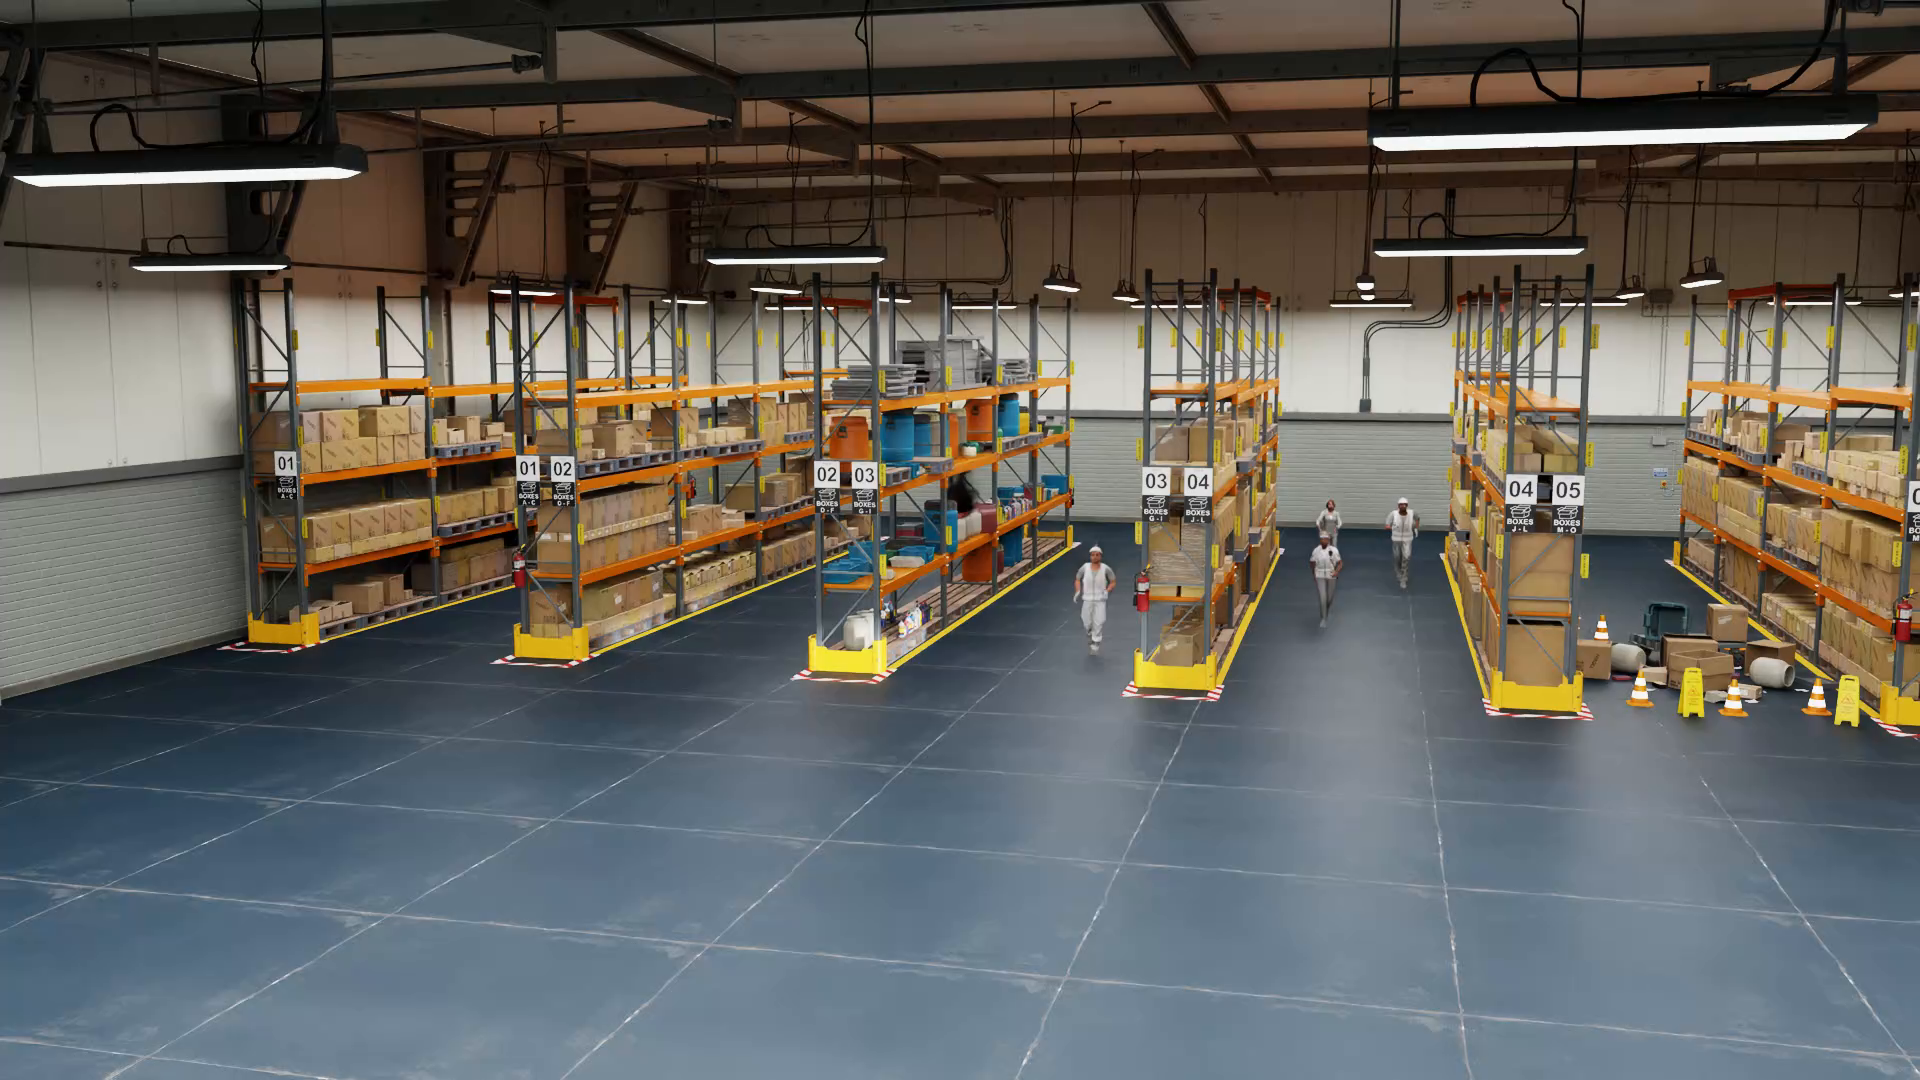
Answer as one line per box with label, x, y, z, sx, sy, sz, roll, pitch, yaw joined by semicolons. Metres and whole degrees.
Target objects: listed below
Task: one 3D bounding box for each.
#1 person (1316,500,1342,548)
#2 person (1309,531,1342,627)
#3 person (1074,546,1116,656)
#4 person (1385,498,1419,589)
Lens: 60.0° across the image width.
person;8.028;-0.095;36.125;0.532;1.559;0.534;0;7;4
person;6.451;0.674;29.356;0.576;1.681;0.615;2;7;15
person;2.149;0.965;26.467;0.662;1.737;0.600;1;7;10
person;9.051;0.043;34.067;0.679;1.834;0.966;2;7;15
